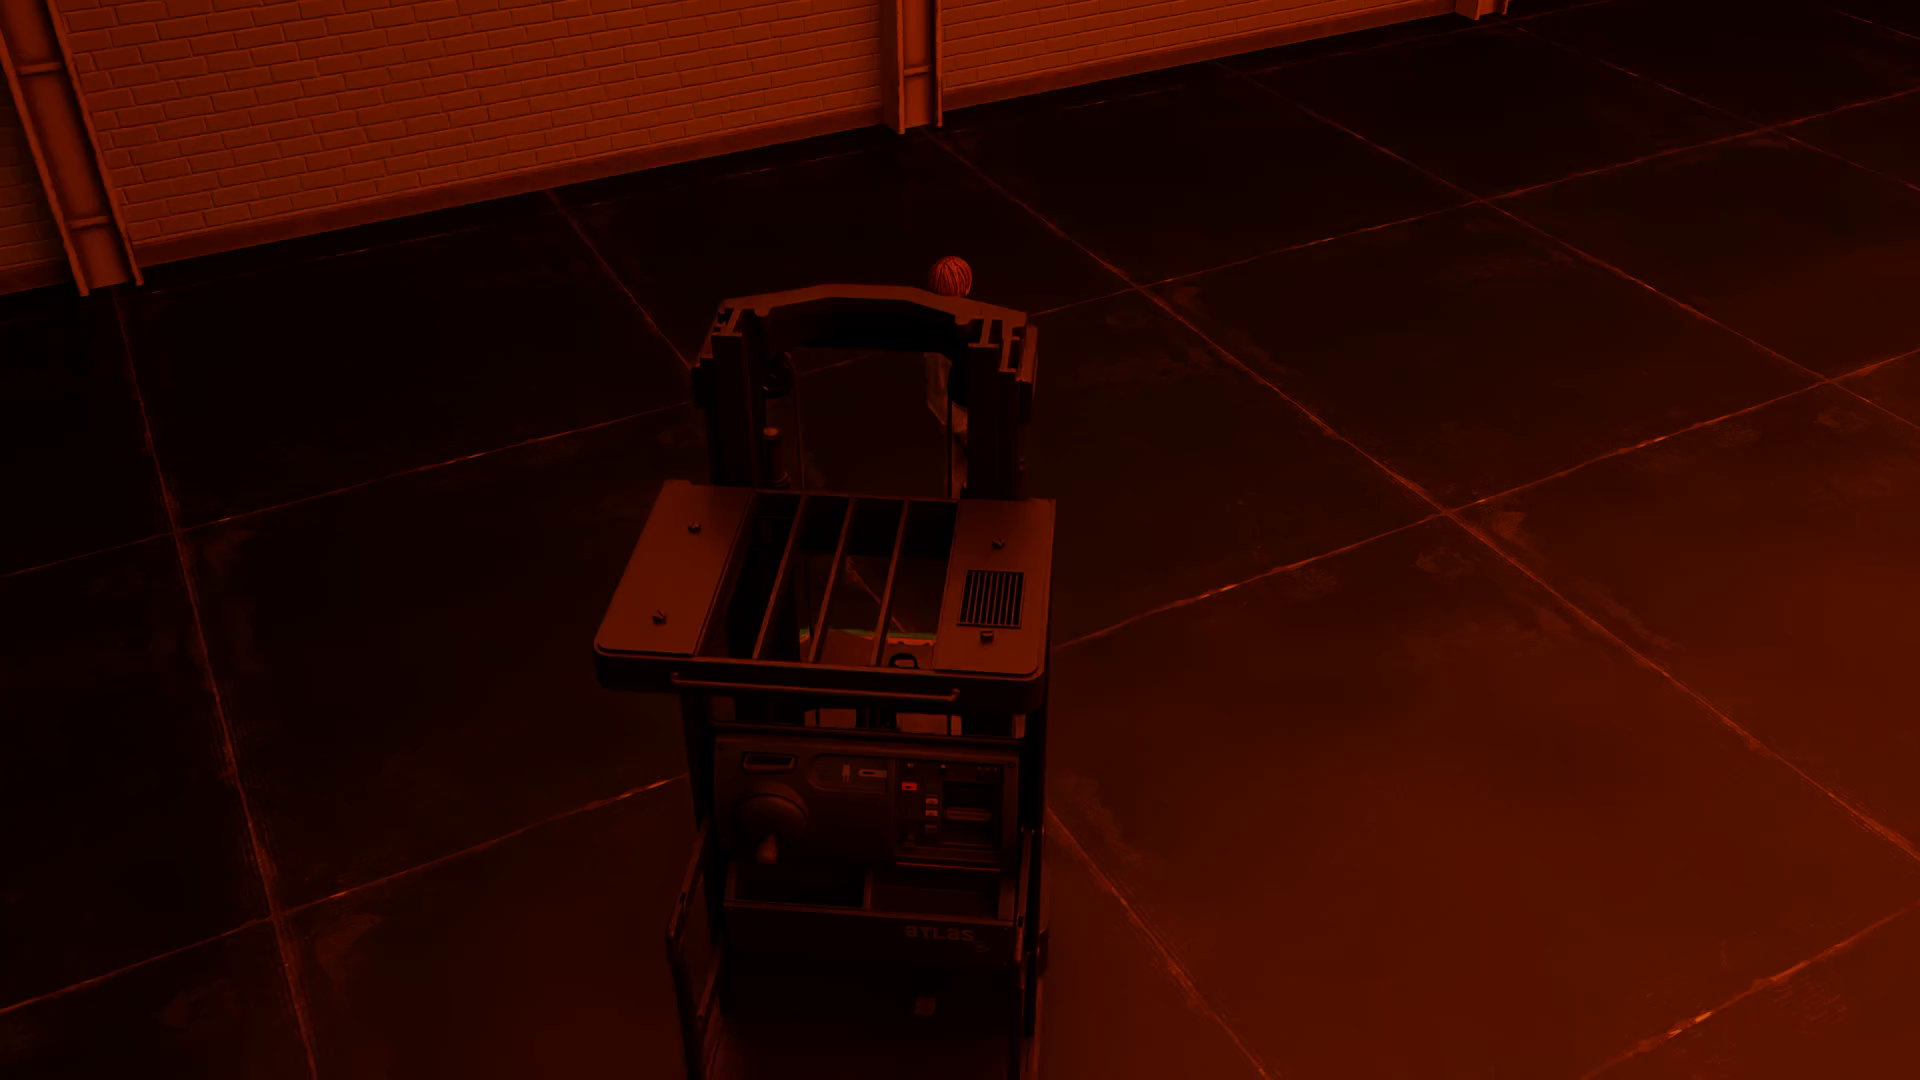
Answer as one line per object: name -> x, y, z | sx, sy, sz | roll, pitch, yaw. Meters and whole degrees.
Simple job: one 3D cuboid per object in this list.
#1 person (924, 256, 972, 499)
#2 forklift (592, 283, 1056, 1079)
person -> 0.072, -0.665, 8.219 | 0.475, 1.582, 0.520 | -17, 39, -23
forklift -> -0.305, 0.874, 4.887 | 1.130, 2.935, 3.031 | 3, 35, 4
